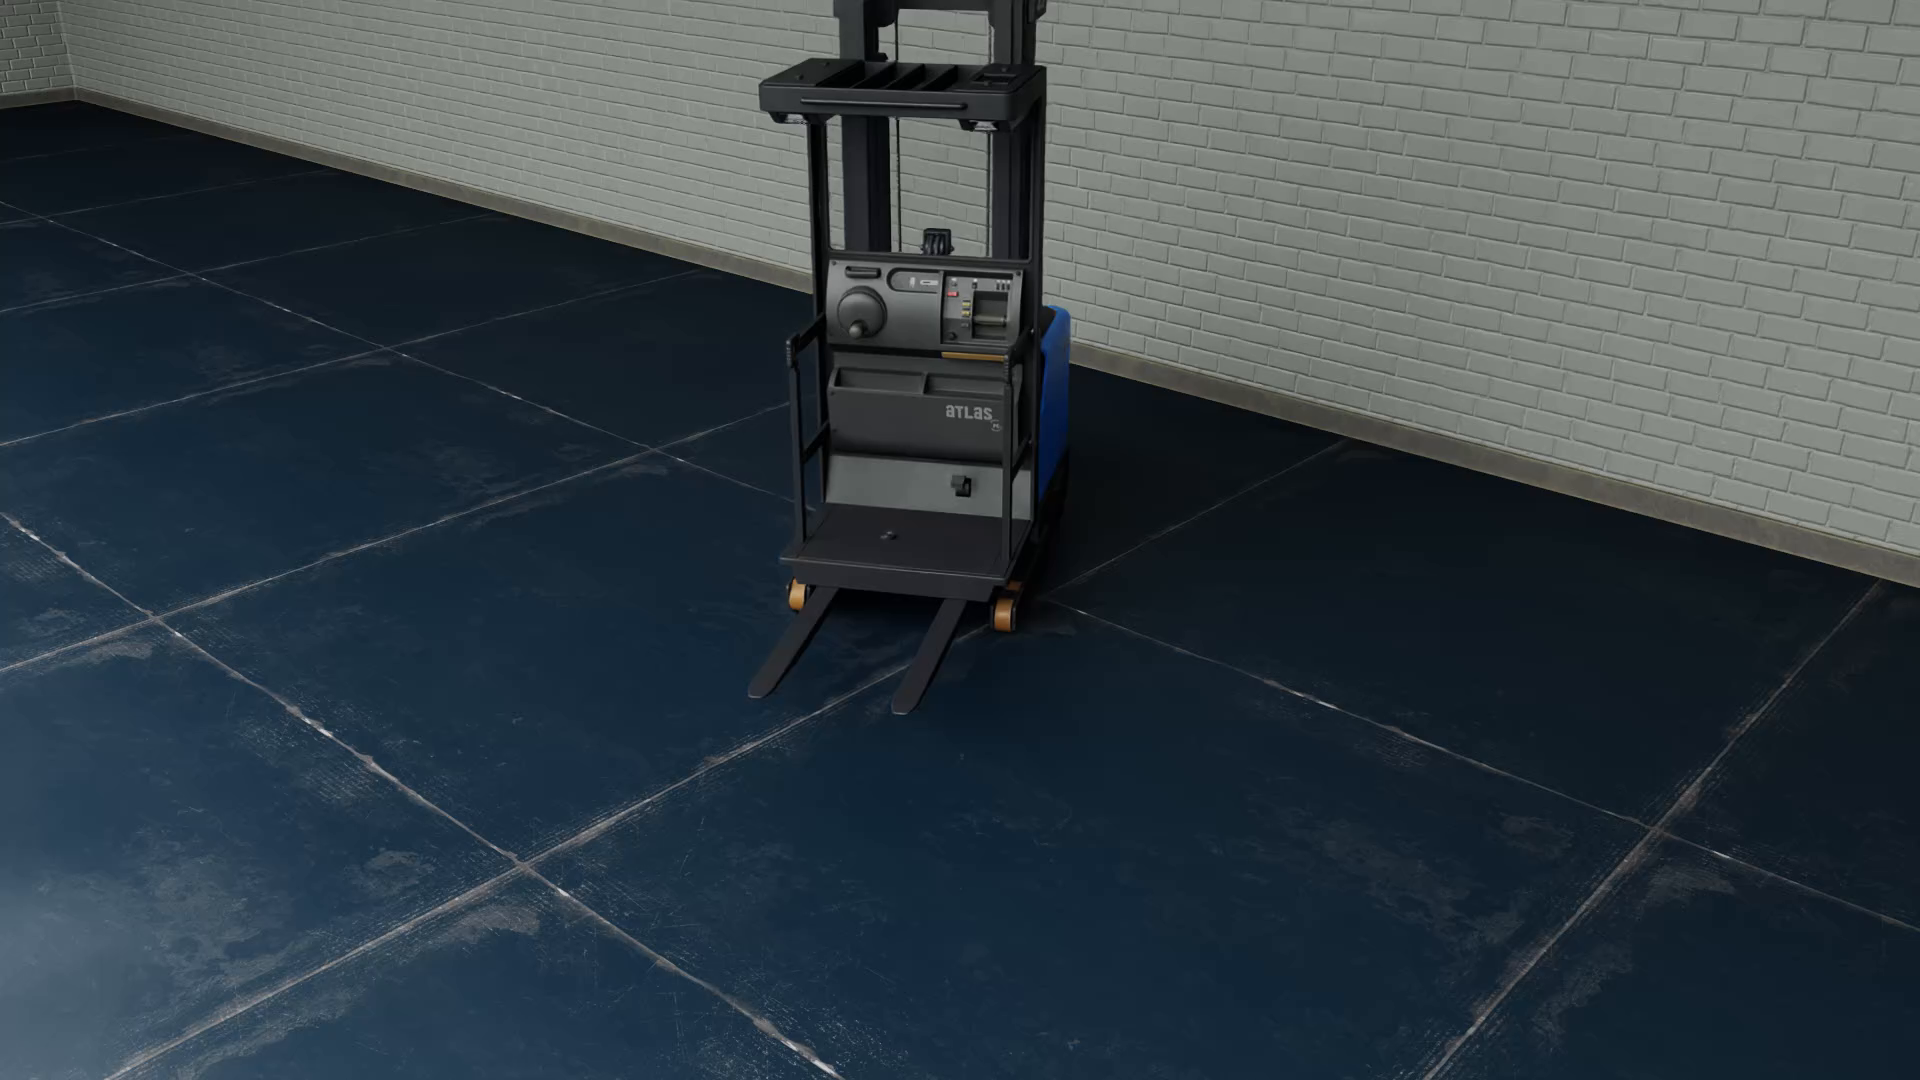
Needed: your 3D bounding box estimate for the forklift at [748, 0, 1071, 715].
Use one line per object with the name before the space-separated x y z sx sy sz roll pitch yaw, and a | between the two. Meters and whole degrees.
forklift | -0.211 -1.071 7.556 1.130 2.935 3.031 5 25 11
